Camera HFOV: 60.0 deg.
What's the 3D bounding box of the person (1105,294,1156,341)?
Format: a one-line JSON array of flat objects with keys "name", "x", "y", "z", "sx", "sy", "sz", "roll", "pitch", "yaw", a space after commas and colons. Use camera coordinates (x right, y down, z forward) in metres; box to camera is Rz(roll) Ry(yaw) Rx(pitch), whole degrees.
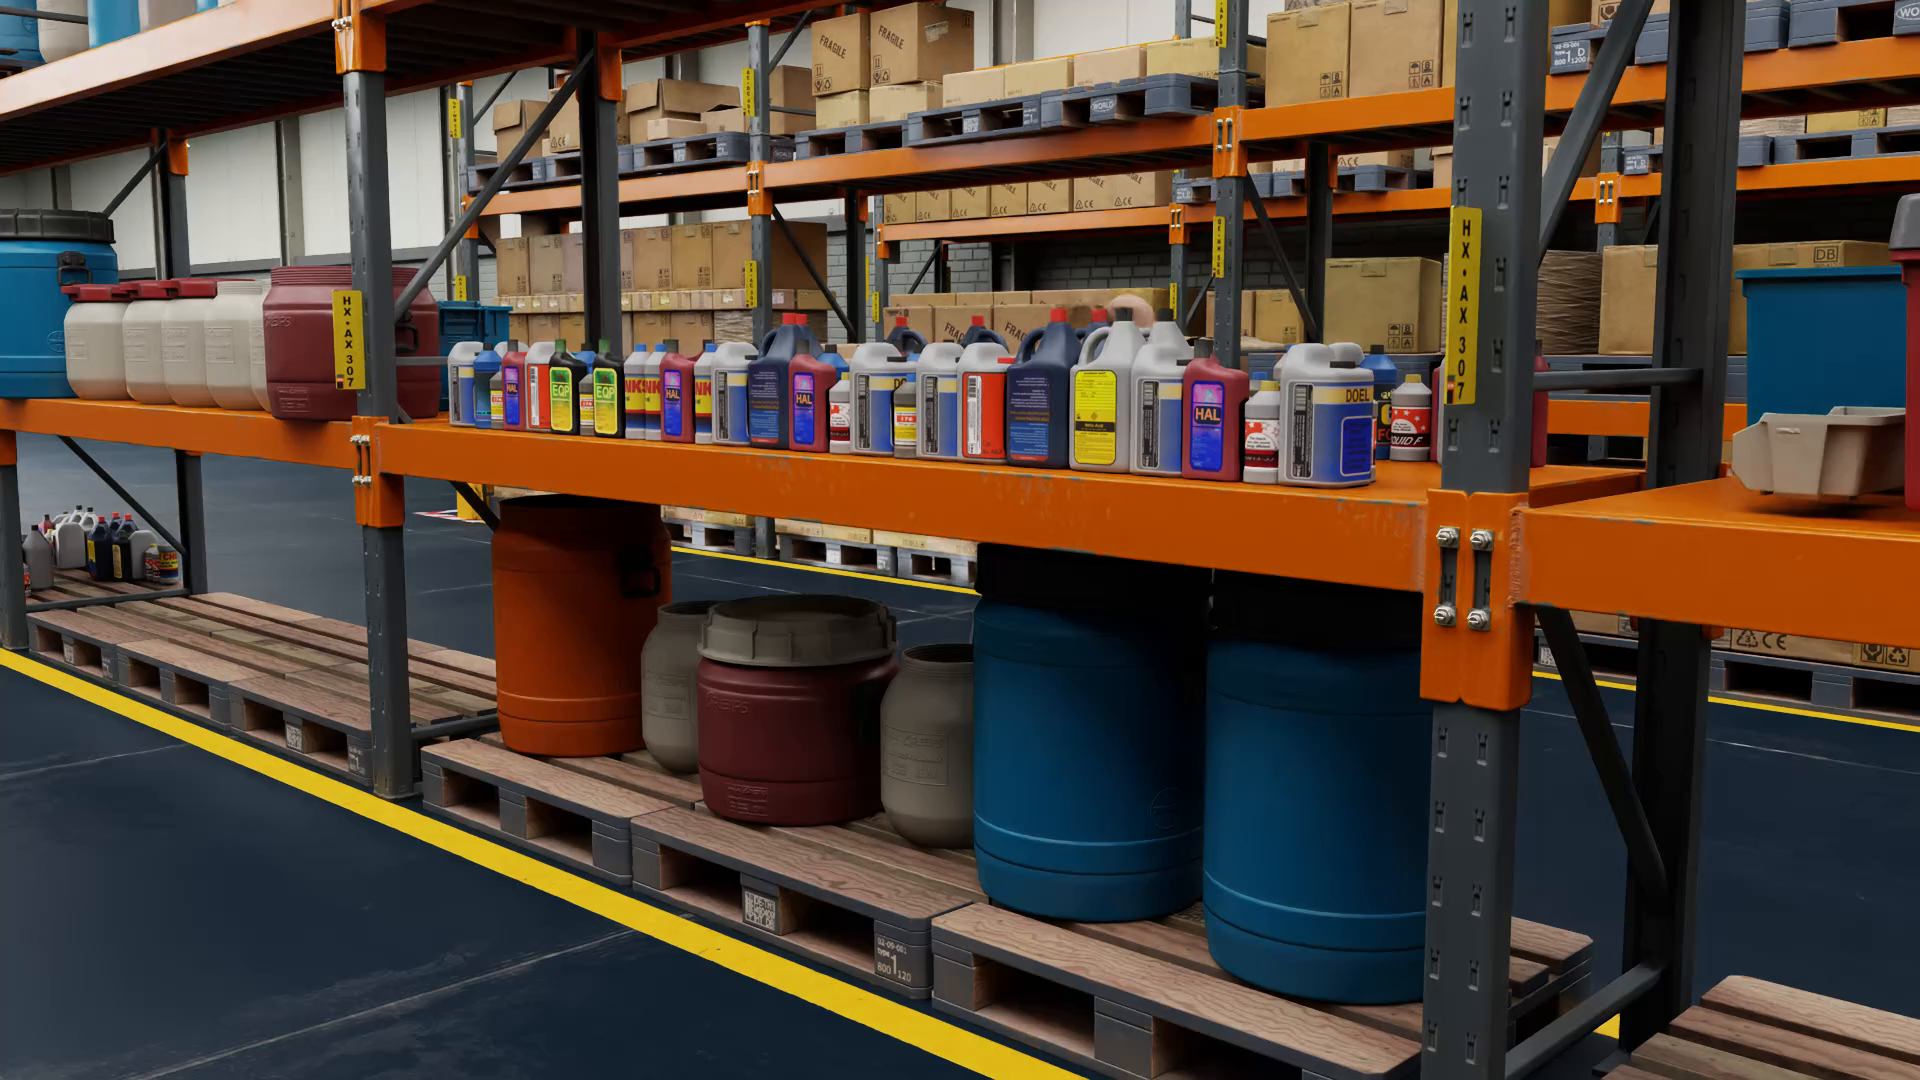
[{"name": "person", "x": 0.590, "y": -0.071, "z": 6.504, "sx": 0.863, "sy": 1.681, "sz": 0.593, "roll": -4, "pitch": 8, "yaw": -27}]
